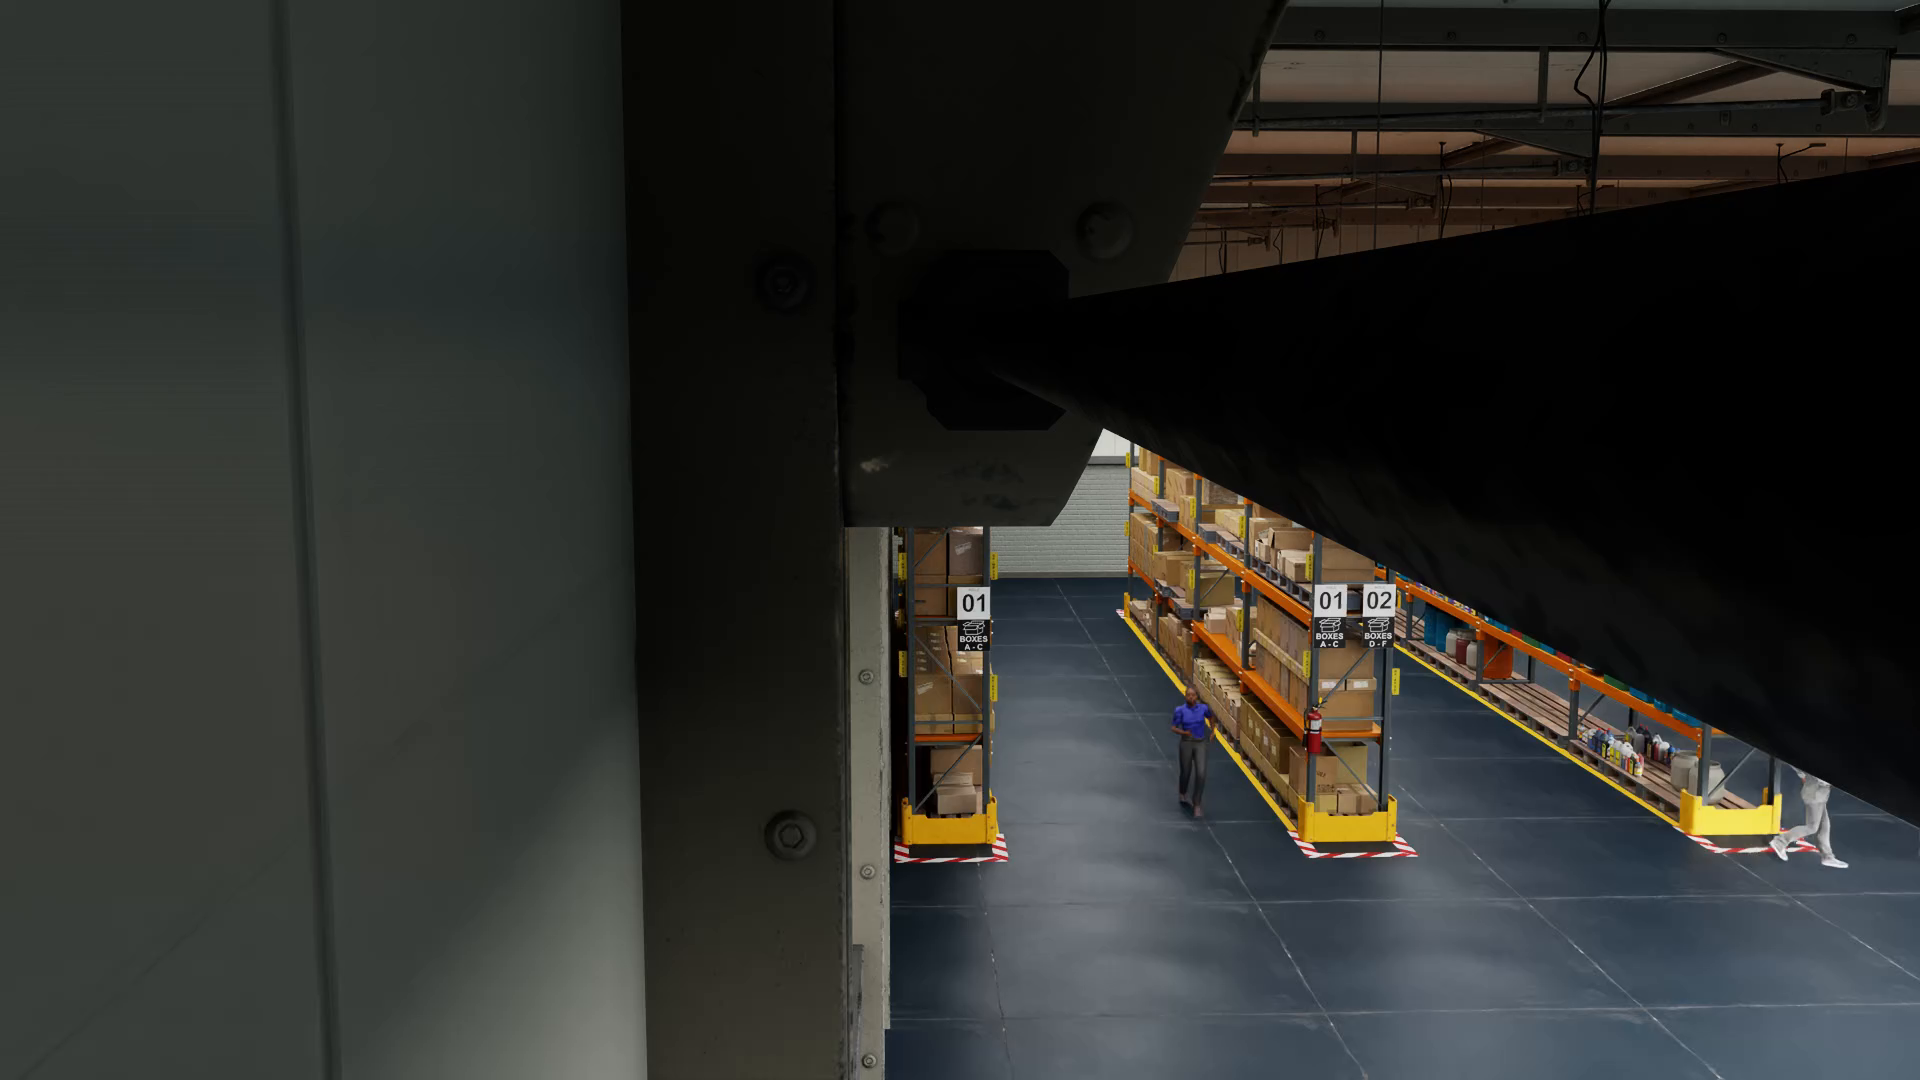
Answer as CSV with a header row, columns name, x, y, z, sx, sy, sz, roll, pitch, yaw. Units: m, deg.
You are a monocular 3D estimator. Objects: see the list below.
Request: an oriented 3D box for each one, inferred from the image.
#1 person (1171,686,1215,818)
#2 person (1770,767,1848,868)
name,x,y,z,sx,sy,sz,roll,pitch,yaw
person,3.058,2.757,21.821,0.582,1.677,0.765,0,7,3
person,9.958,3.034,19.434,0.852,1.581,0.538,2,8,17
